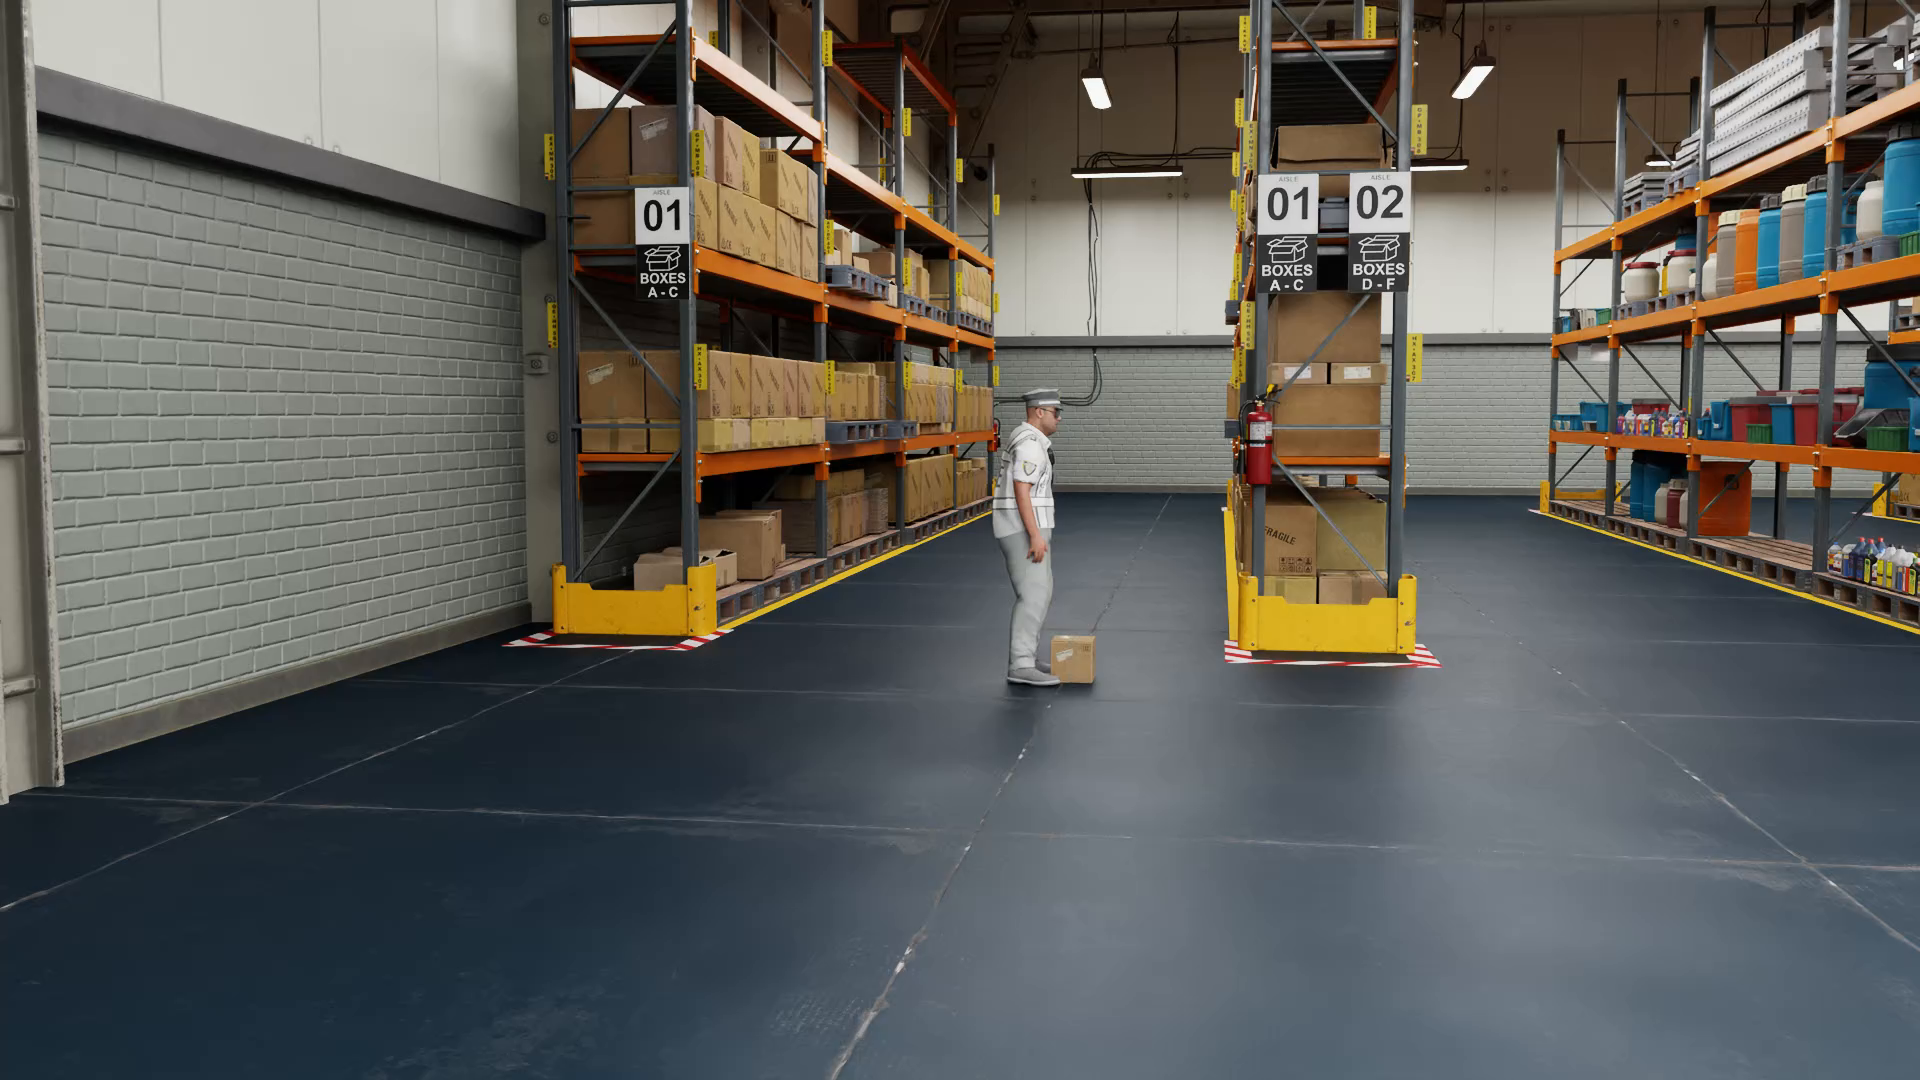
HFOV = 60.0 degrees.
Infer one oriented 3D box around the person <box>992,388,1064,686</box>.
[{"bbox_3d":[0.410,-0.034,10.013,0.428,1.751,0.605,0,4,6],"label":"person"}]
